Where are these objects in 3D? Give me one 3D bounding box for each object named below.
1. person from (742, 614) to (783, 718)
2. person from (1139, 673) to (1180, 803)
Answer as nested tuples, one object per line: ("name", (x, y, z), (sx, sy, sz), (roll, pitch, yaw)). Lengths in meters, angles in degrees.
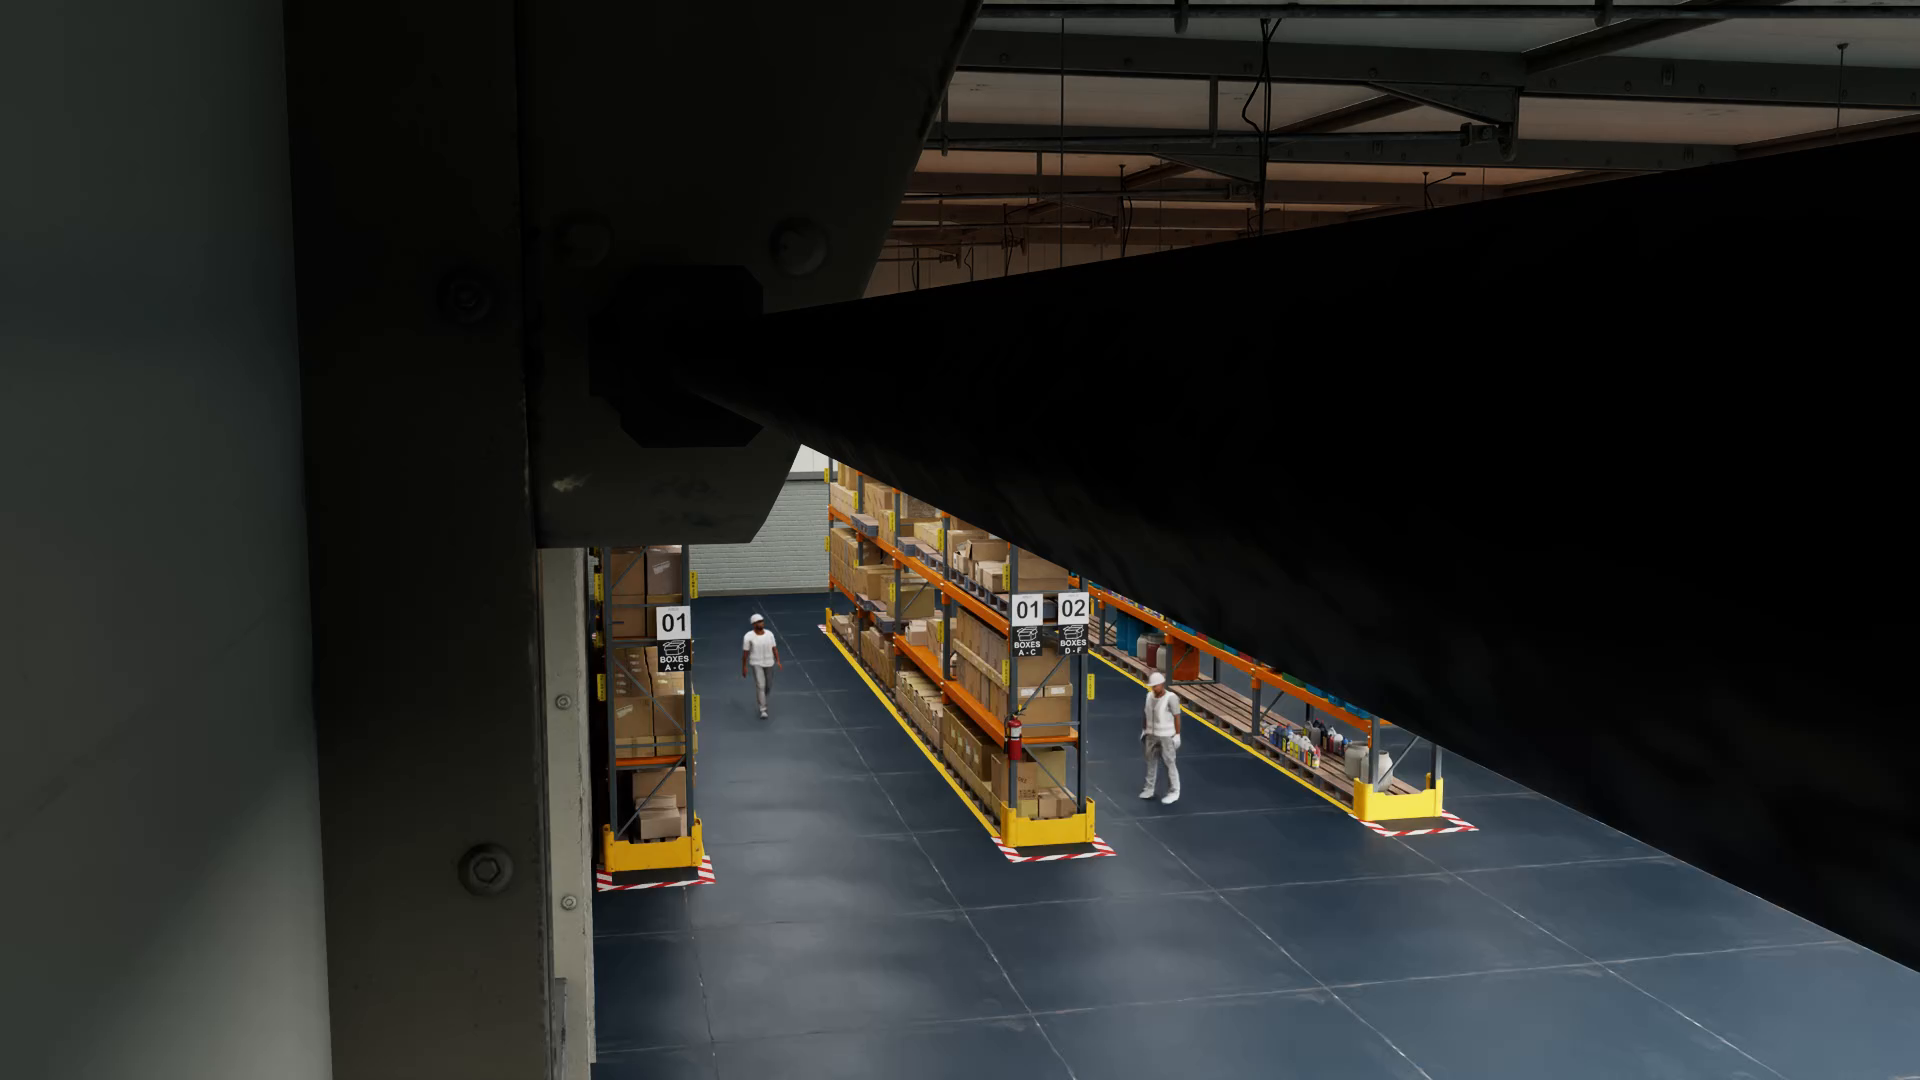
("person", (-3.378, 2.122, 28.328), (0.666, 1.724, 0.975), (-3, 7, -24))
("person", (2.740, 2.711, 23.033), (0.628, 1.780, 0.424), (7, 9, 44))
